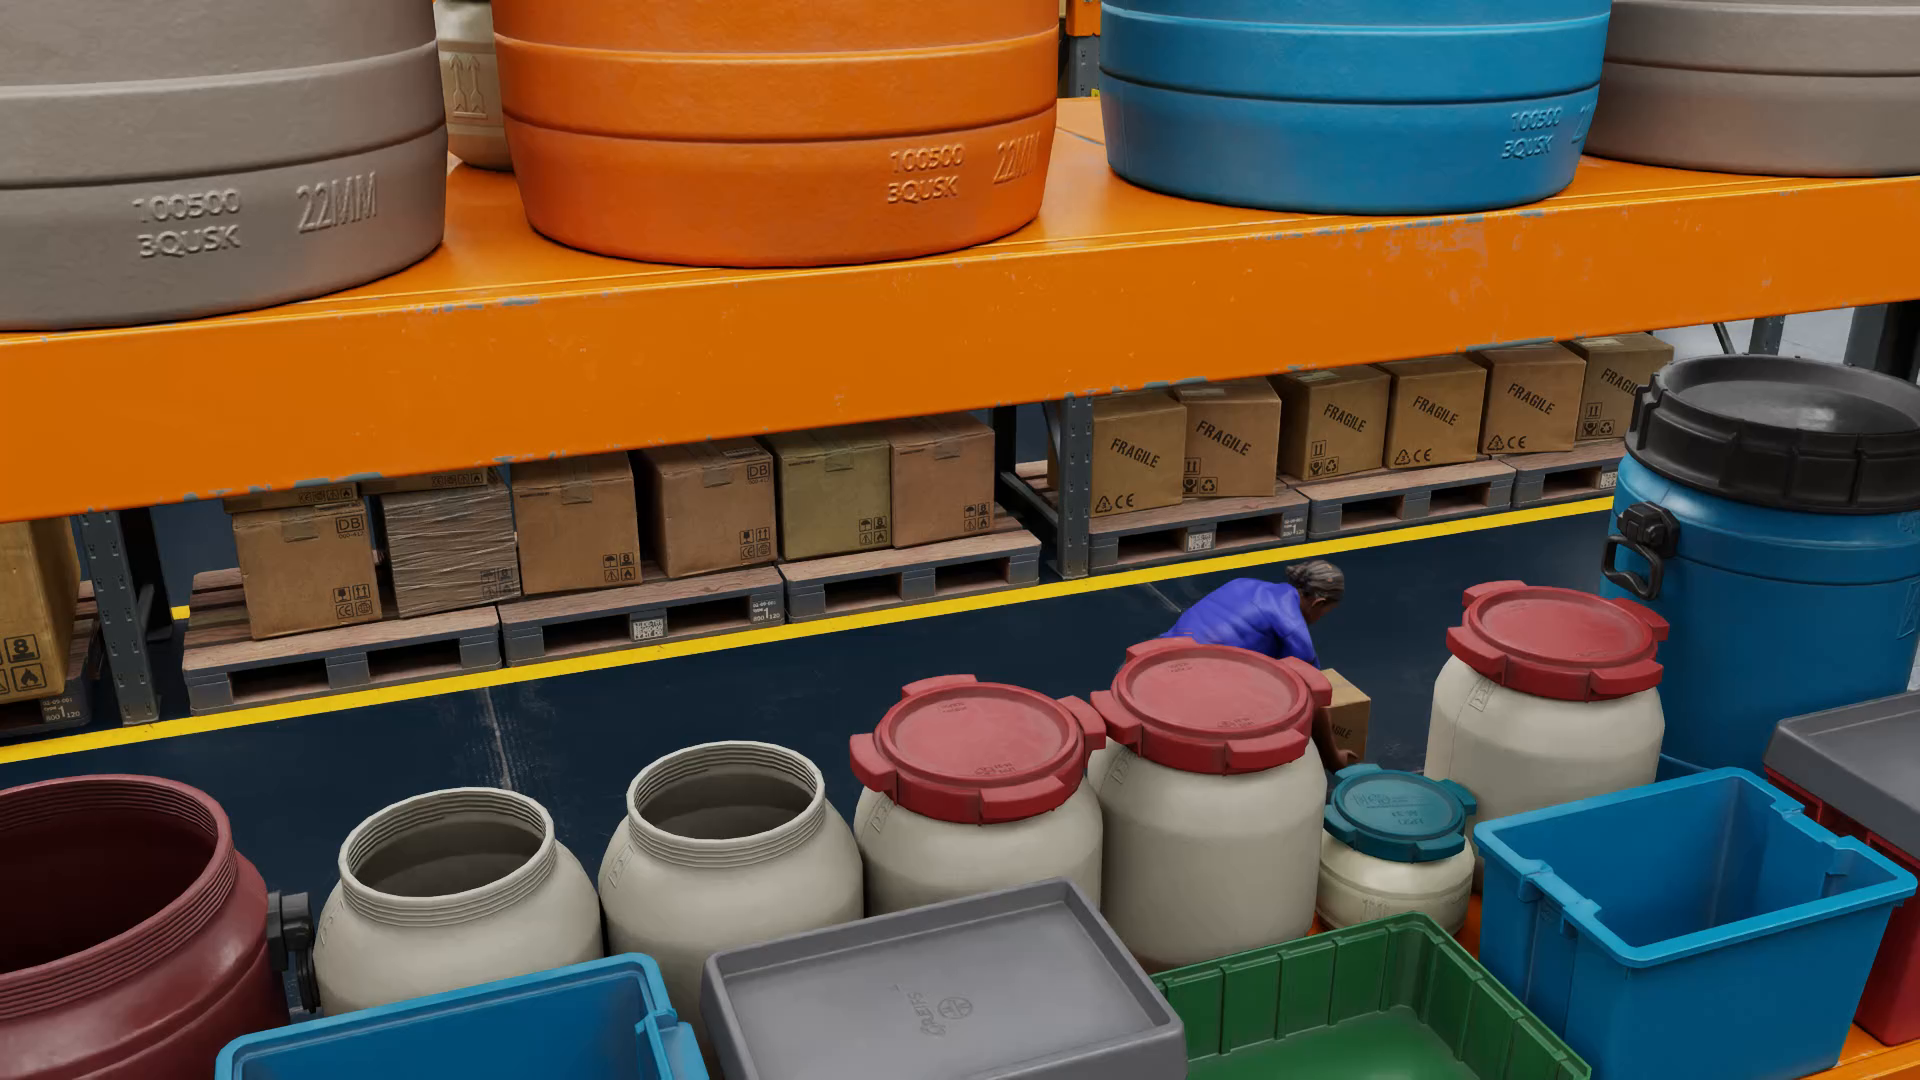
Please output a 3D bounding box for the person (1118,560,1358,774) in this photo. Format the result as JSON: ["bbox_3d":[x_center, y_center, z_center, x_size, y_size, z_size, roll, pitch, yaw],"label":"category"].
[{"bbox_3d":[0.947,0.560,5.706,0.867,0.935,0.473,-9,24,-21],"label":"person"}]
